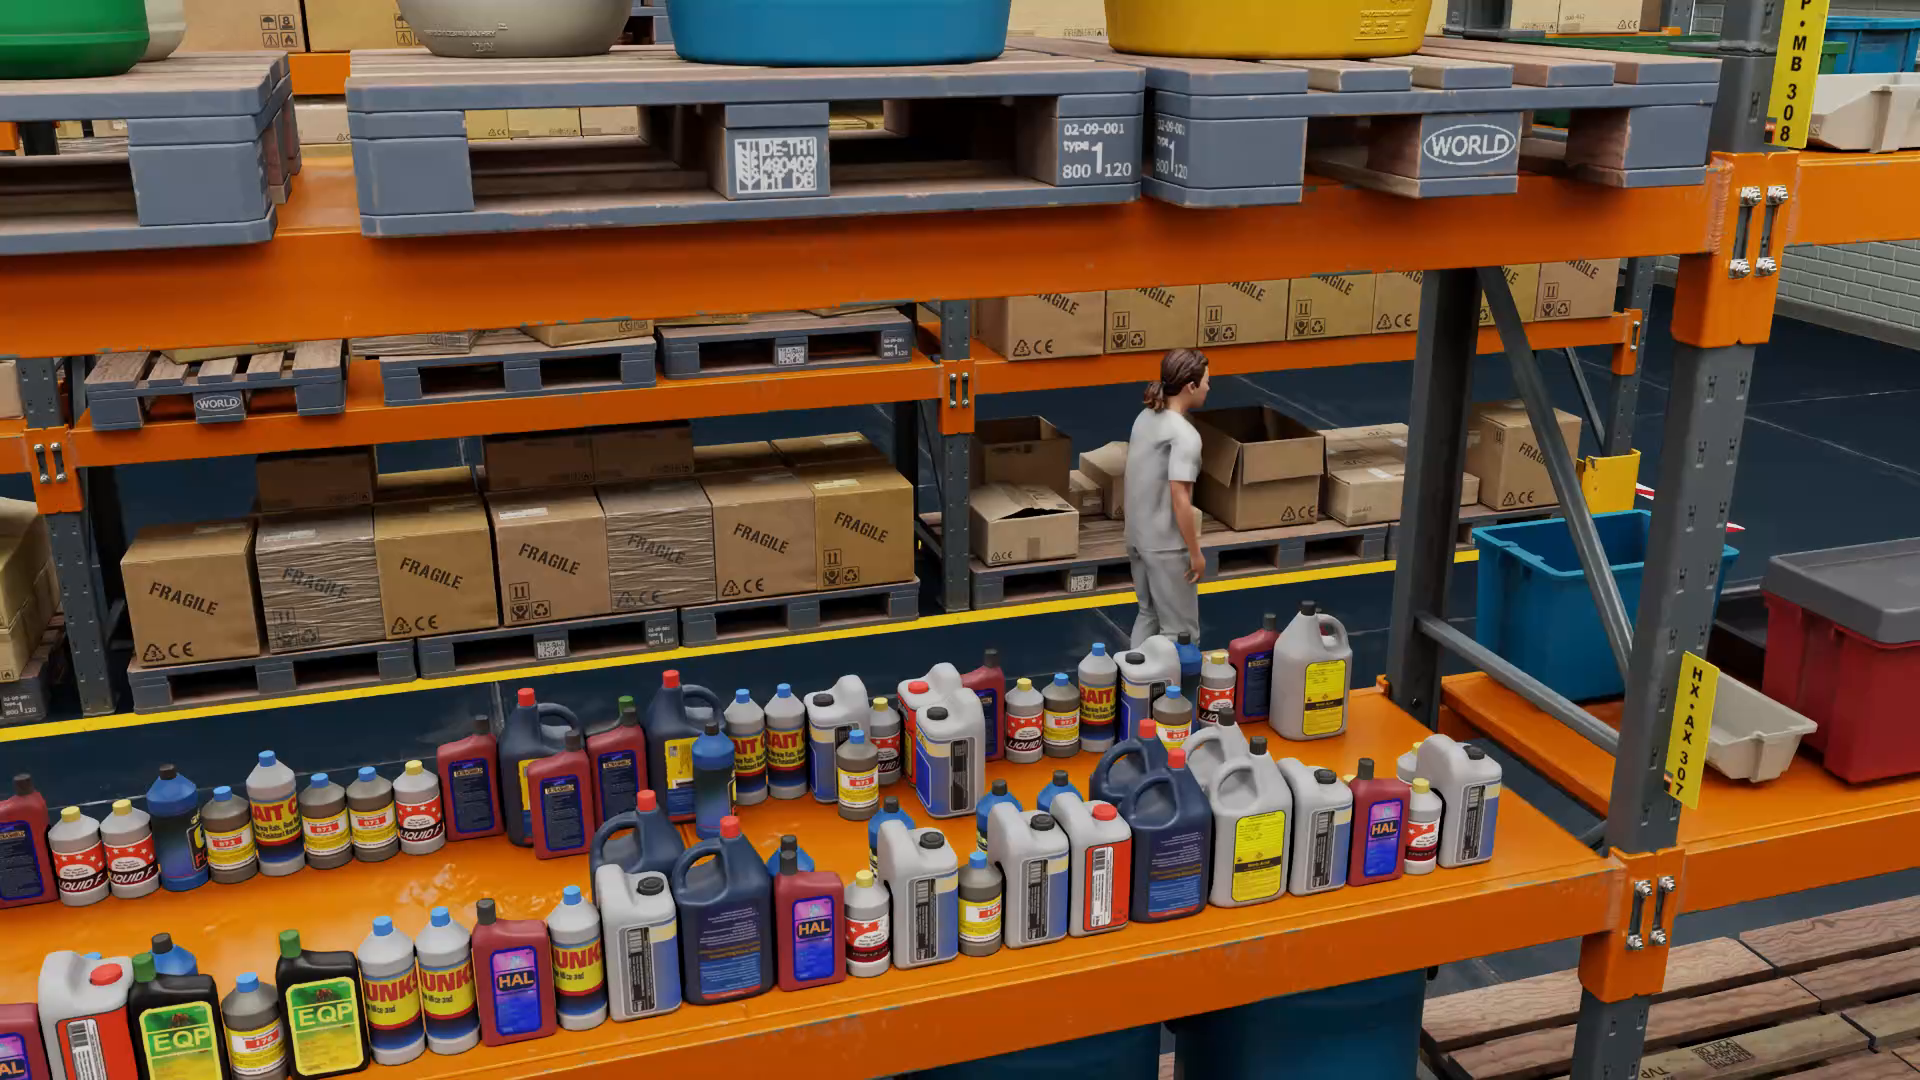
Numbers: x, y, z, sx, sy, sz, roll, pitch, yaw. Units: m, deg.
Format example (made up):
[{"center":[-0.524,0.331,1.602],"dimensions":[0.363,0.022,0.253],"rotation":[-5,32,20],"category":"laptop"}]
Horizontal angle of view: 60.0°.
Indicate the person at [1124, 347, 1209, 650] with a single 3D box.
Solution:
[{"center":[0.878,0.014,7.030],"dimensions":[0.357,1.673,0.486],"rotation":[-6,20,-17],"category":"person"}]
